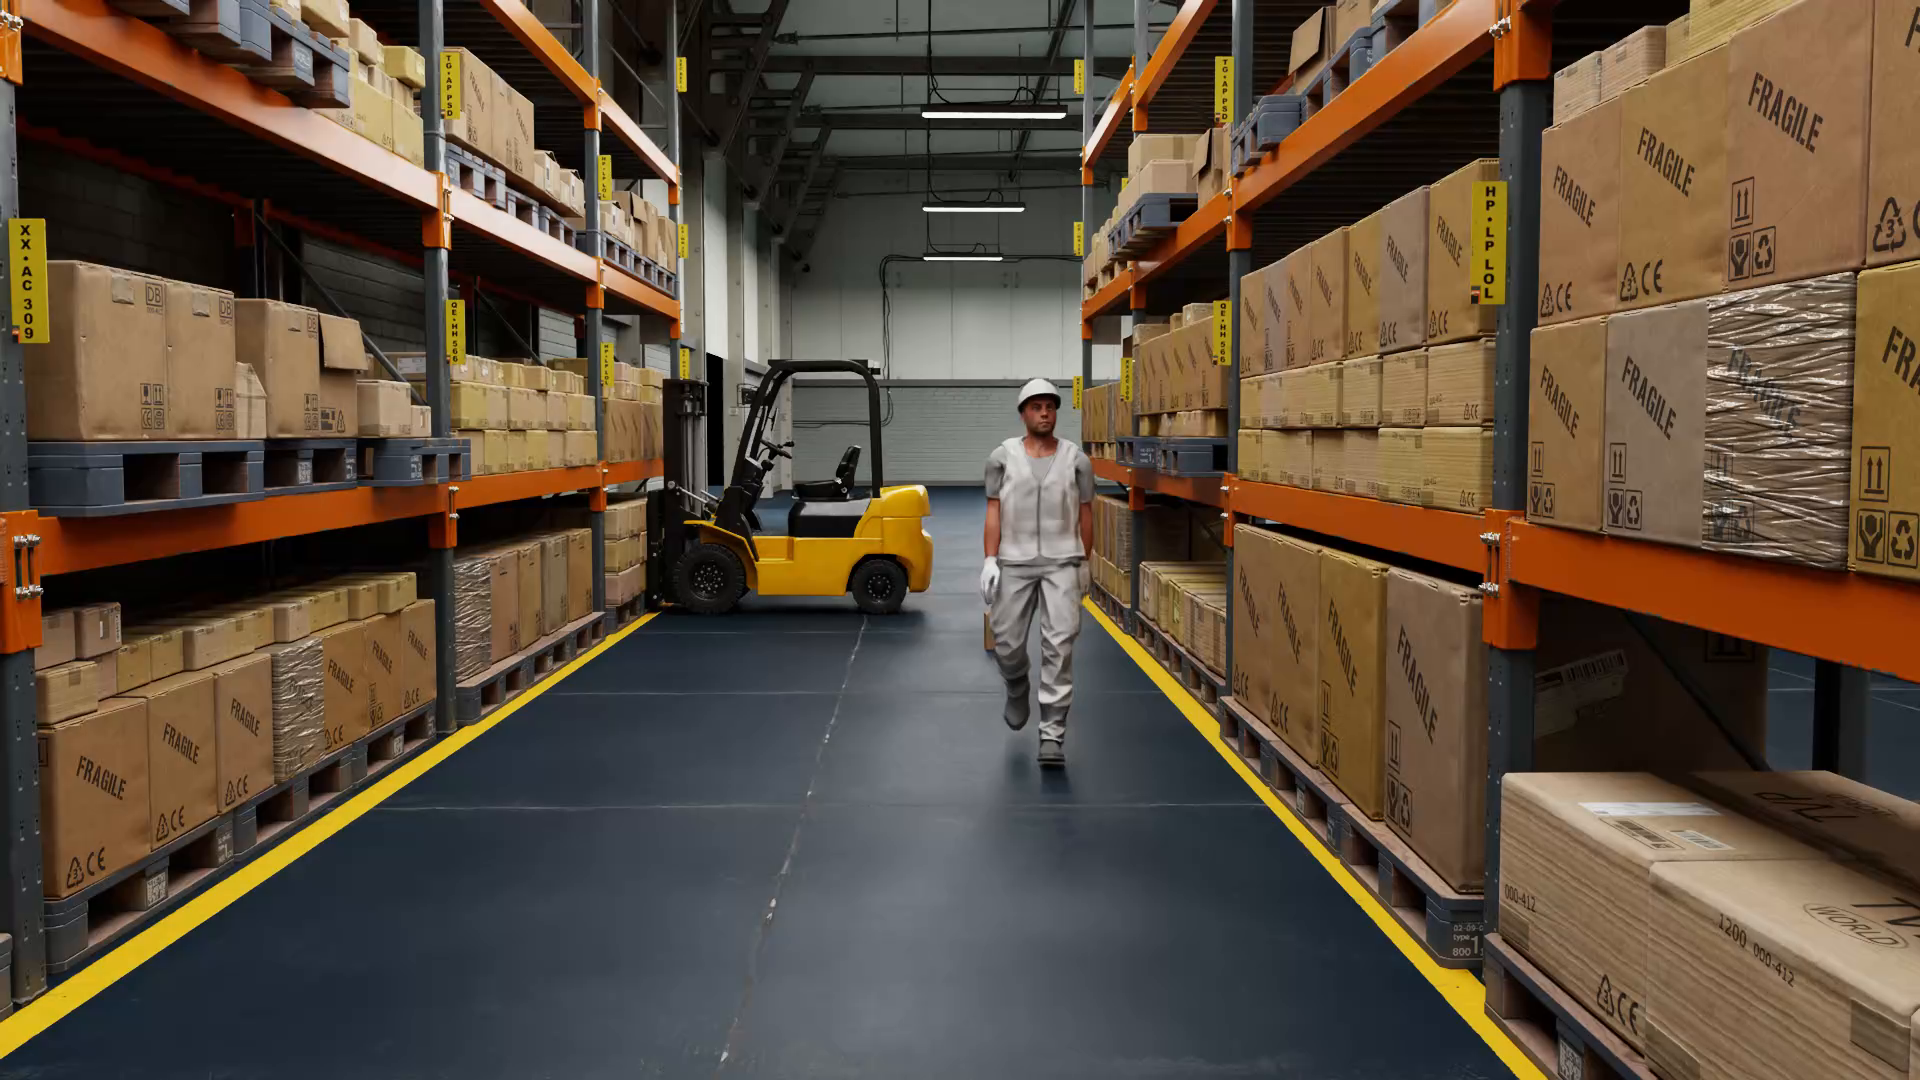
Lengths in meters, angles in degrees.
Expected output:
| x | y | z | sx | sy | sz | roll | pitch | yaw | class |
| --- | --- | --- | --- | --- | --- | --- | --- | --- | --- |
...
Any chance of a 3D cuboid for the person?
| x | y | z | sx | sy | sz | roll | pitch | yaw | class |
| --- | --- | --- | --- | --- | --- | --- | --- | --- | --- |
| 11.640 | -0.991 | 25.383 | 20.496 | 1.789 | 37.139 | 0 | 4 | 4 | person |
